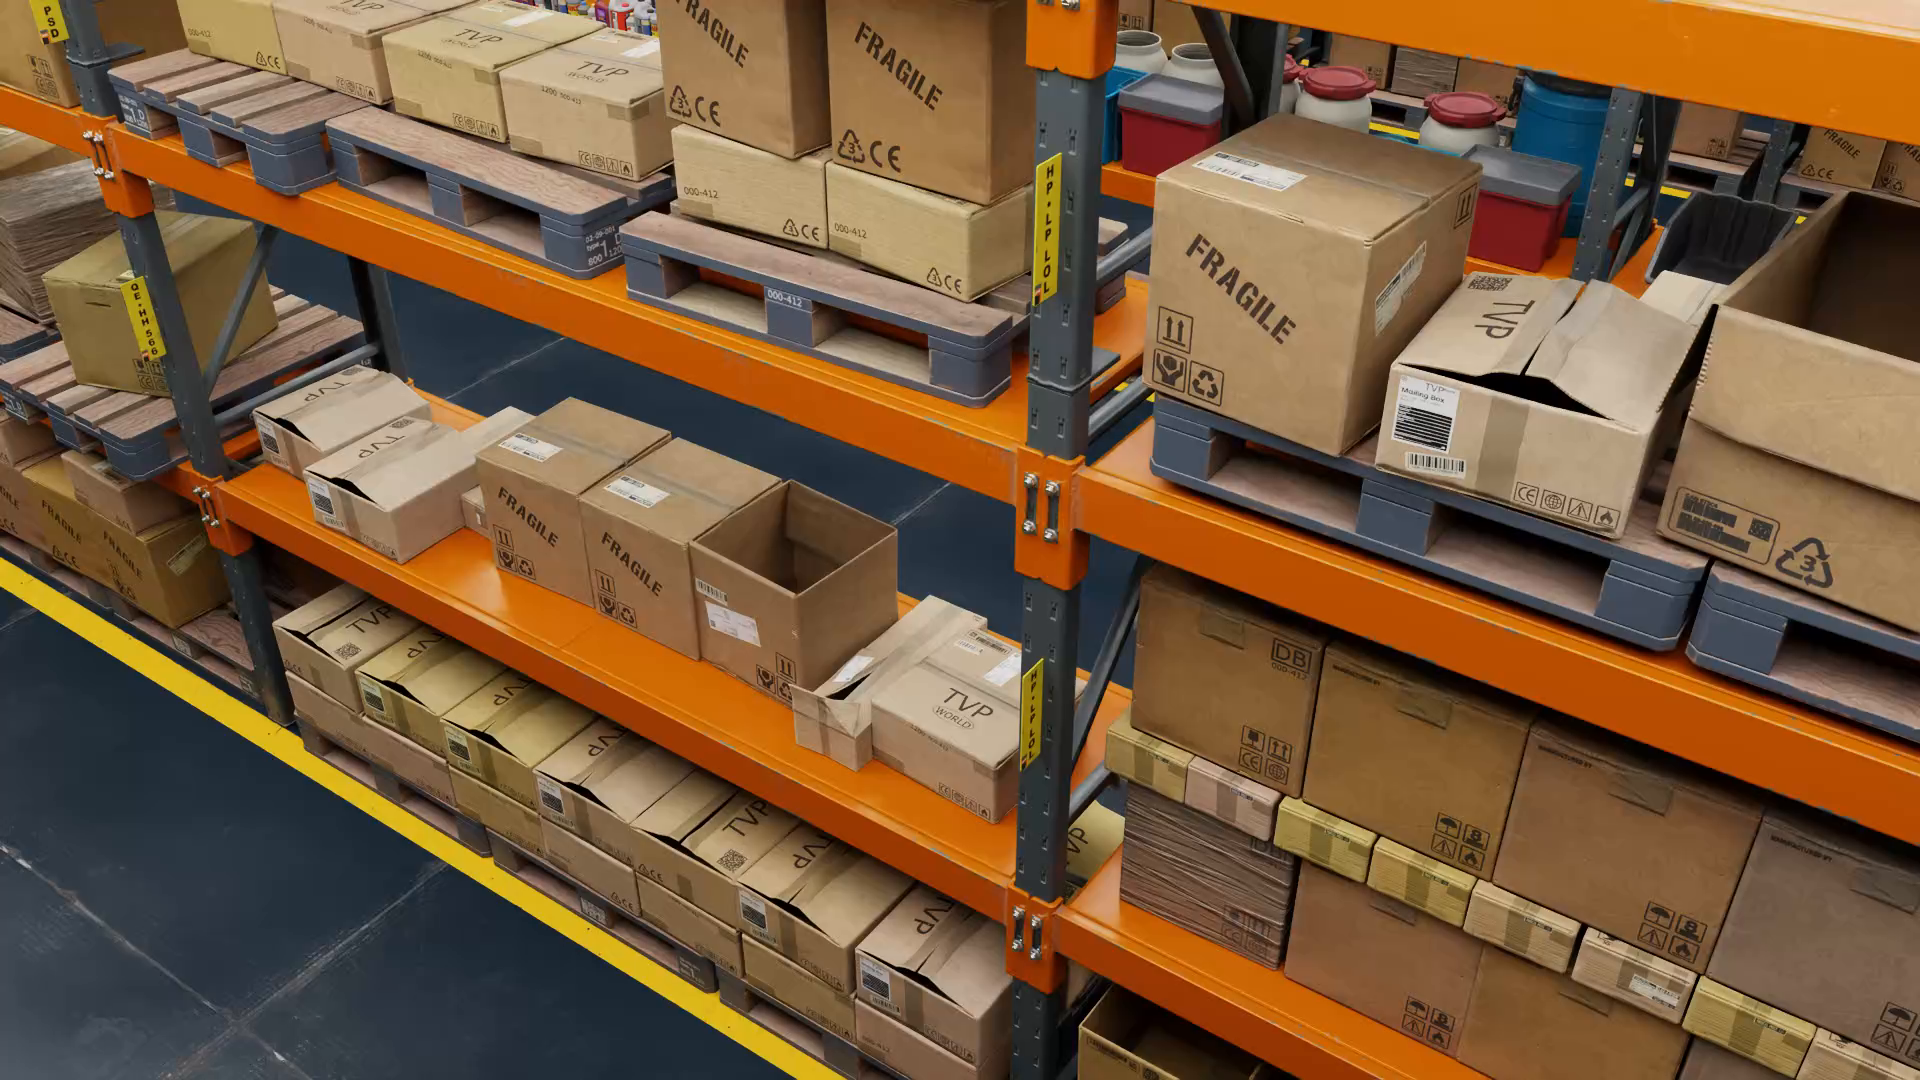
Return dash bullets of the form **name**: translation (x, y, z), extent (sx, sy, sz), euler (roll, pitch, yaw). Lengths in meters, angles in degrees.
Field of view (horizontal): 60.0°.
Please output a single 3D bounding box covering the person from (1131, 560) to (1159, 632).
- **person**: translation (0.943, 0.317, 6.707), extent (0.453, 1.716, 0.591), euler (22, 40, 29)
